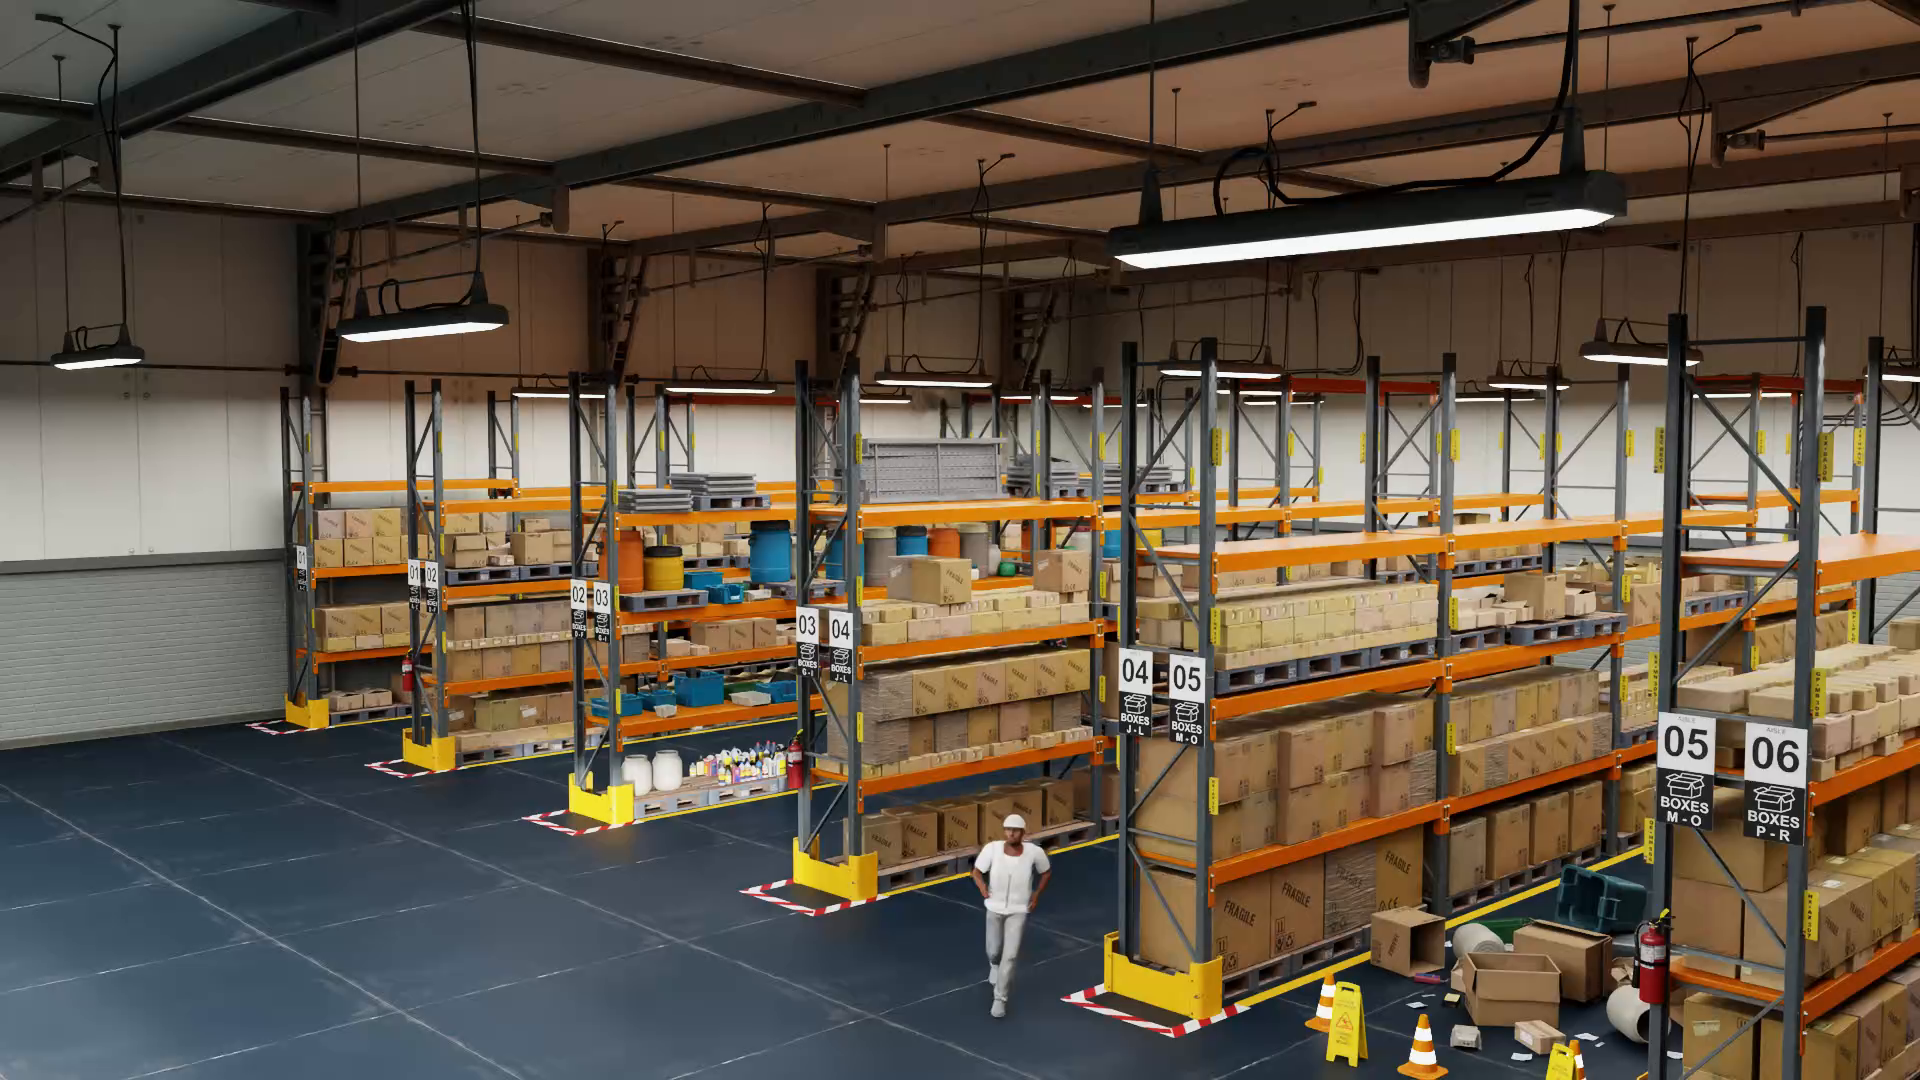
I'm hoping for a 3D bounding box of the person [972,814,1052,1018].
[{"bbox_3d":[0.462,3.334,15.043,0.709,1.762,0.852,1,4,9],"label":"person"}]
